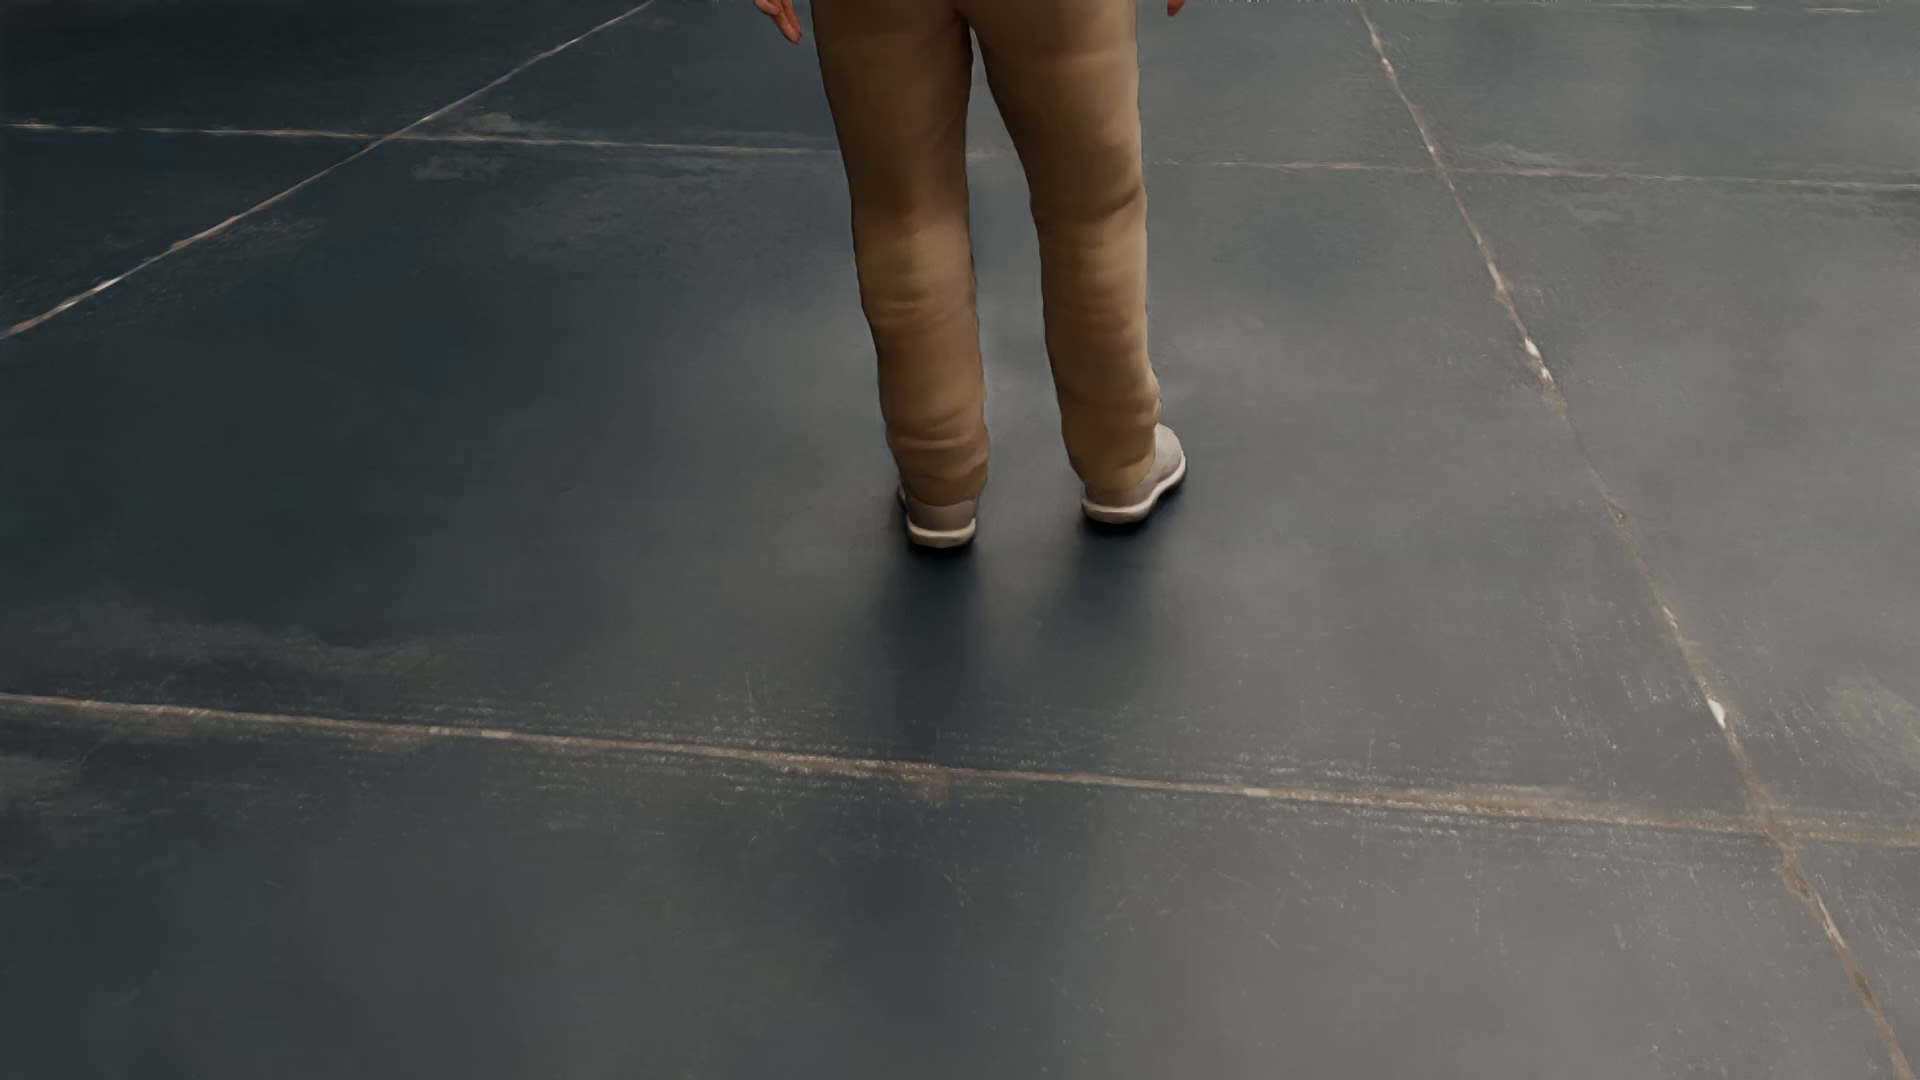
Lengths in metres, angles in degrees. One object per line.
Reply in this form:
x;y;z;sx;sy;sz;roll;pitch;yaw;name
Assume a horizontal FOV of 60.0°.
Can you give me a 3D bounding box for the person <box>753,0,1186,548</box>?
0.024;-0.819;2.189;0.640;1.727;0.550;3;27;7;person
